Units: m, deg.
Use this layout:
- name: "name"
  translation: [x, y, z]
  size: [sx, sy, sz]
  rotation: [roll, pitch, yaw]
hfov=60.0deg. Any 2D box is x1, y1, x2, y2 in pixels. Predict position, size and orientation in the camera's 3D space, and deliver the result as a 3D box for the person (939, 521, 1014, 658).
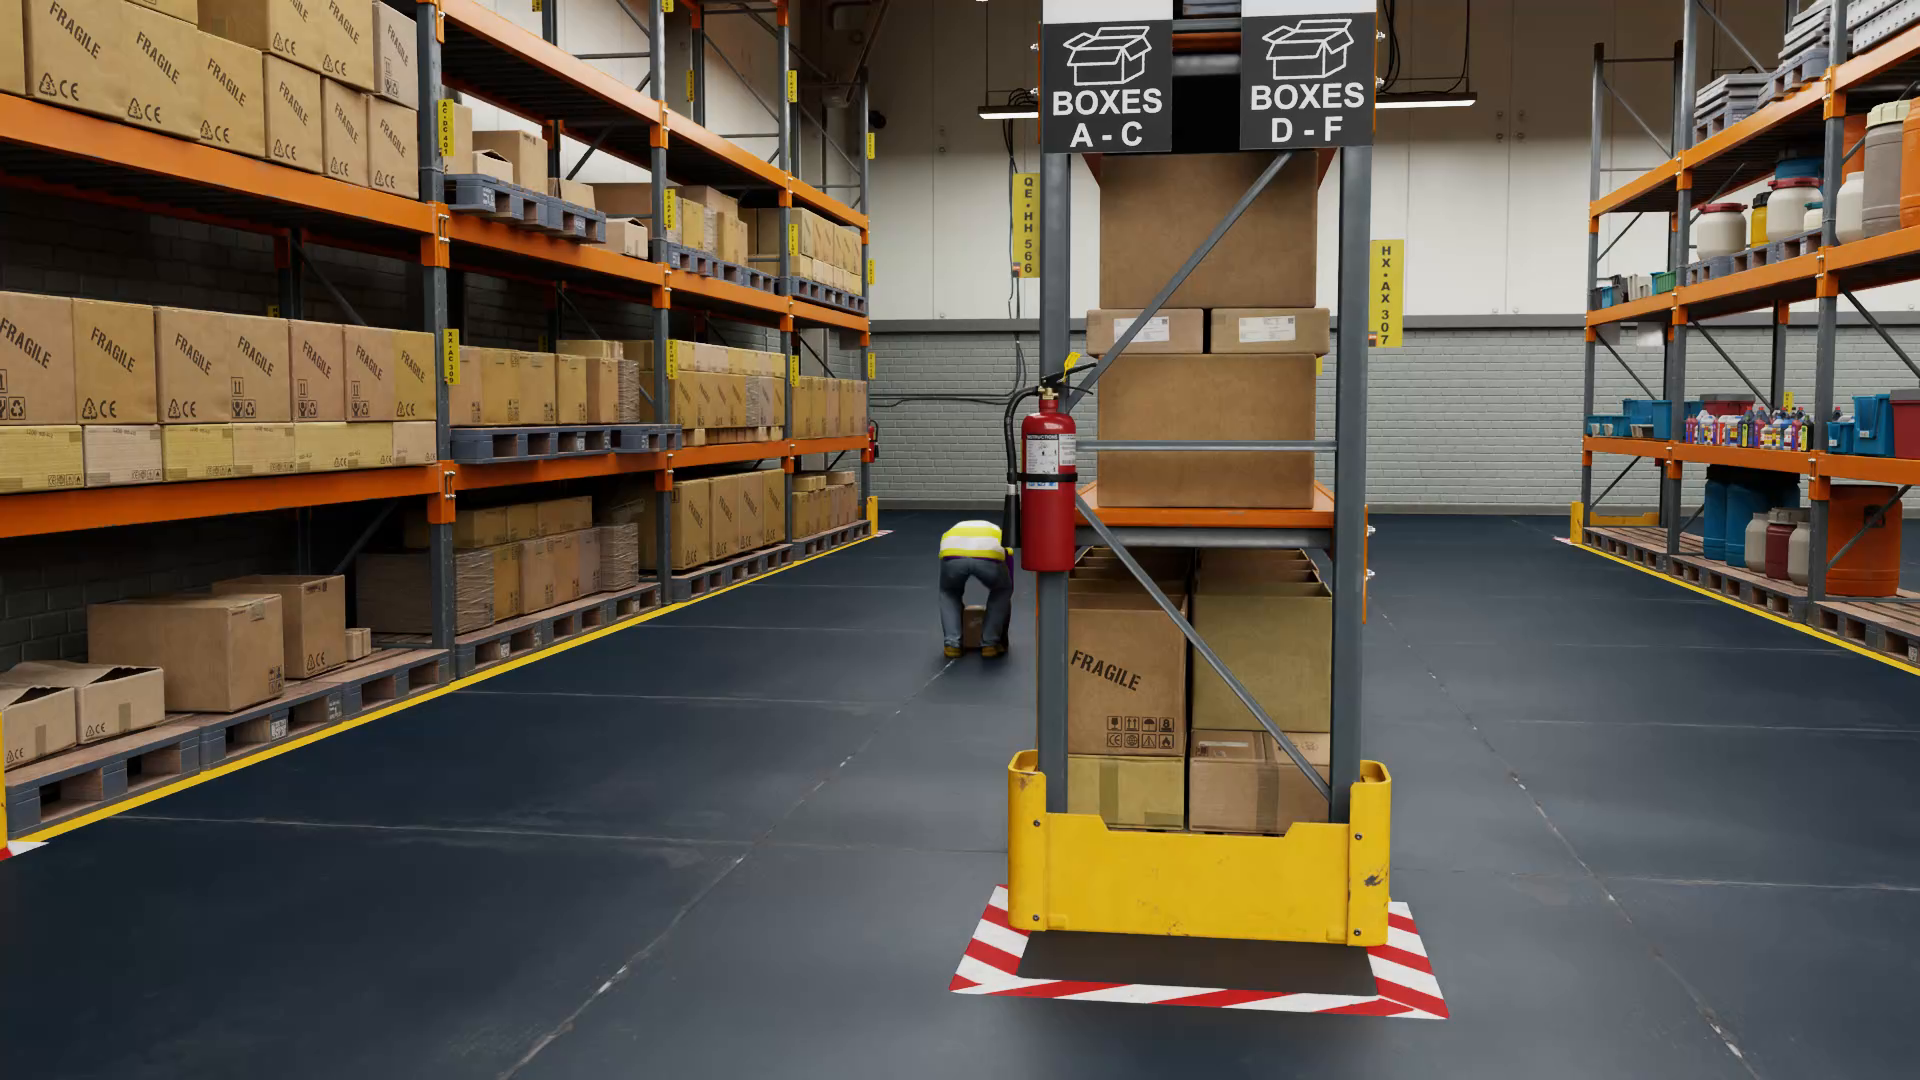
- name: "person"
  translation: [0.102, 0.310, 11.168]
  size: [0.503, 0.907, 0.977]
  rotation: [1, 4, 6]
